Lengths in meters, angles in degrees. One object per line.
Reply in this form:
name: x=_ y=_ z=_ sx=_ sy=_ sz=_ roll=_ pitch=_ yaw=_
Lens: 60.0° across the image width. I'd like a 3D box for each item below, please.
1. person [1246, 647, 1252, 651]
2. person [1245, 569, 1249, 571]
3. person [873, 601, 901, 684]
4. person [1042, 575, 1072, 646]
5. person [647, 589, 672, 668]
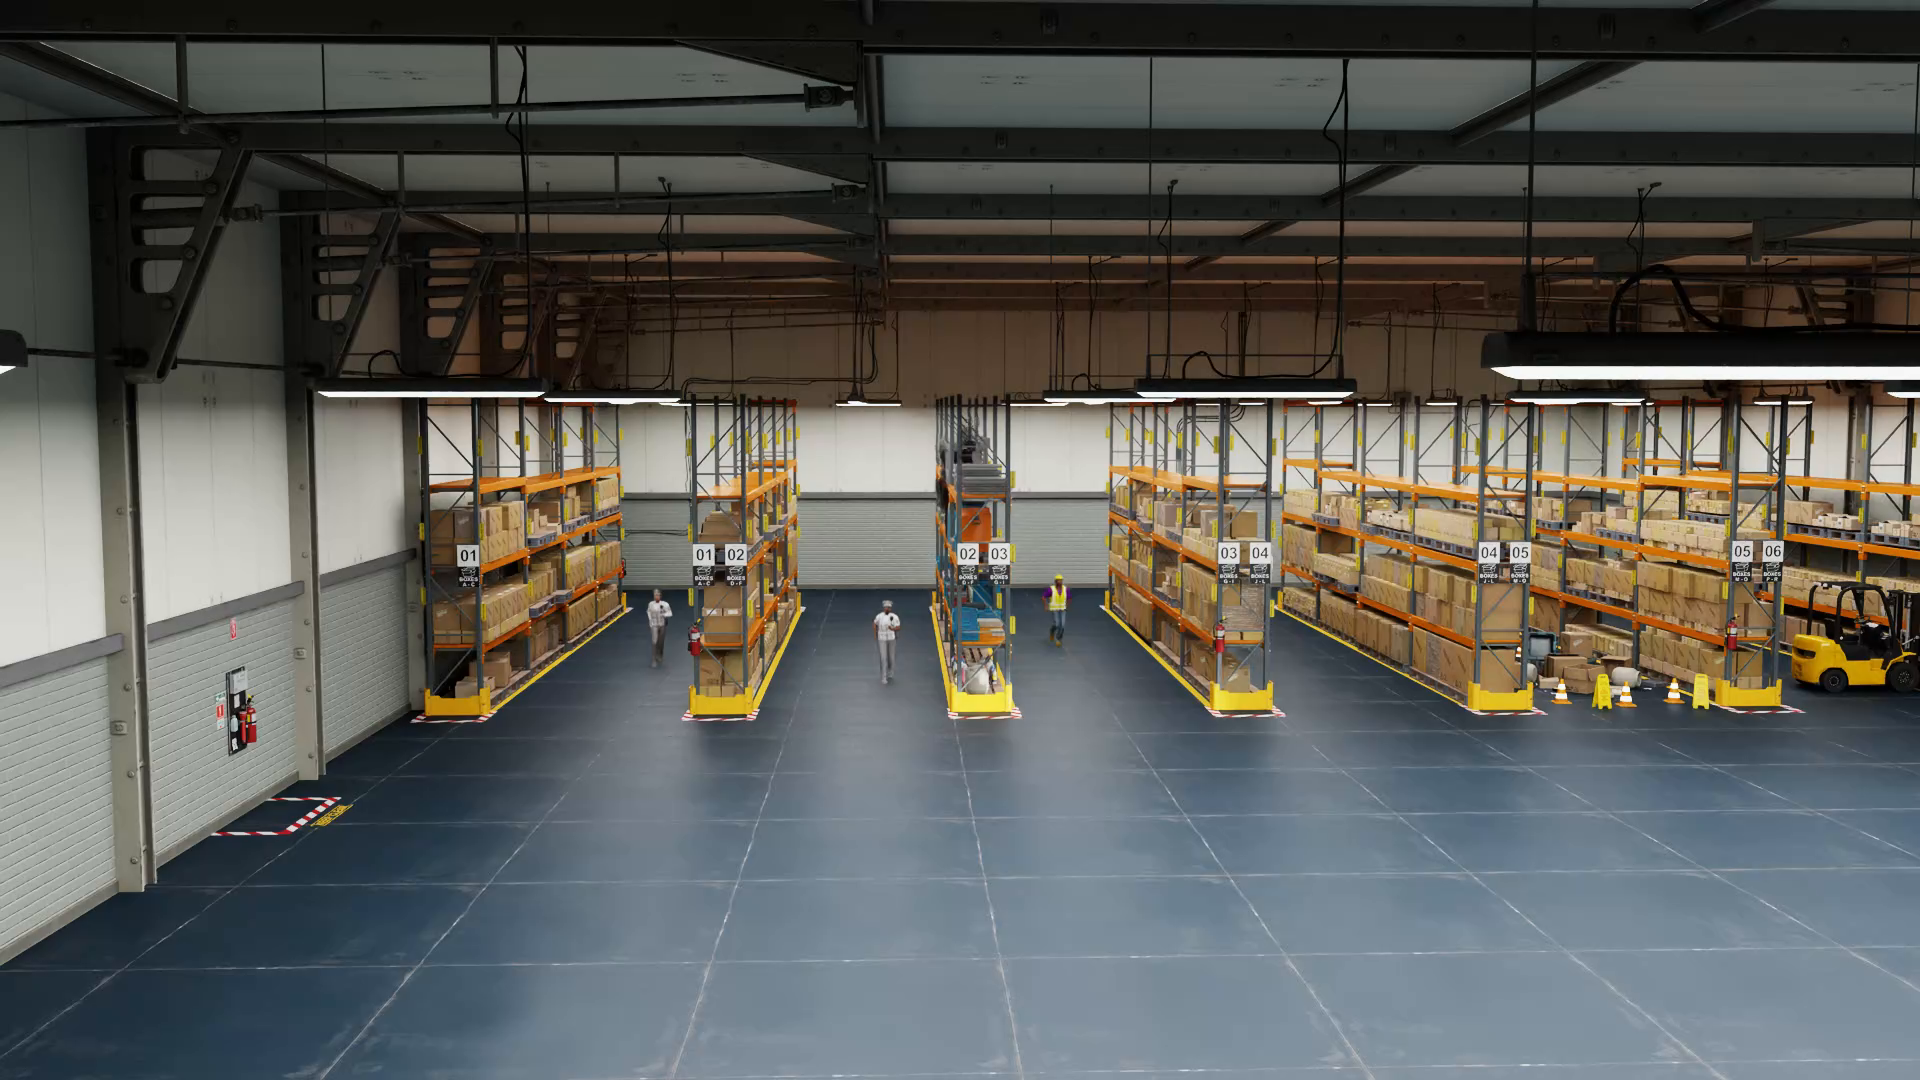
person: x=6.860 y=1.770 z=39.310 sx=0.753 sy=1.724 sz=0.614 roll=0 pitch=5 yaw=-3
person: x=8.210 y=1.066 z=48.244 sx=0.763 sy=1.803 sz=0.768 roll=-4 pitch=6 yaw=-44
person: x=-1.533 y=2.108 z=34.915 sx=0.570 sy=1.698 sz=0.929 roll=0 pitch=5 yaw=-4
person: x=2.382 y=1.700 z=40.181 sx=0.705 sy=1.722 sz=0.578 roll=-1 pitch=5 yaw=-13
person: x=-6.716 y=1.961 z=37.197 sx=0.584 sy=1.754 sz=0.776 roll=0 pitch=5 yaw=-5
